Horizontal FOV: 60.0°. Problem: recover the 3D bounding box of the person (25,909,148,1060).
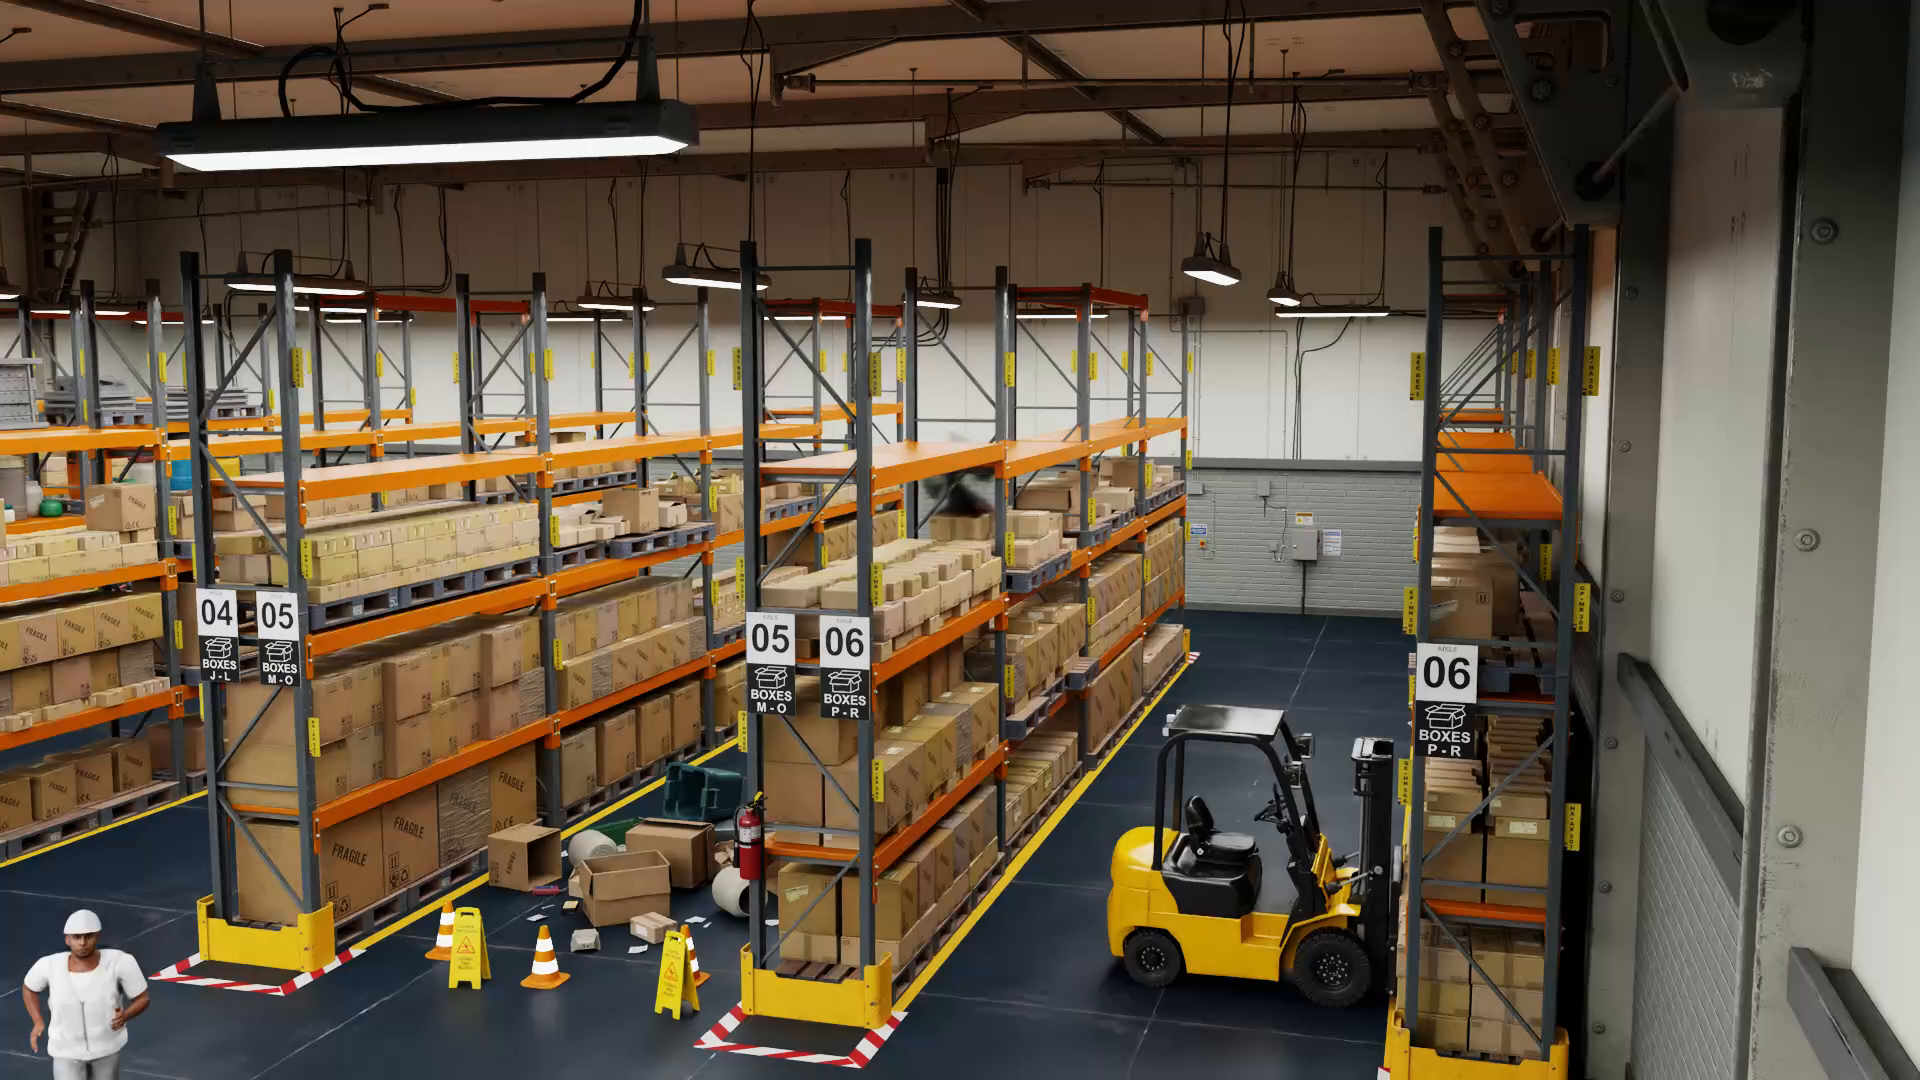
[{"bbox_3d":[-5.334,3.138,10.203,0.667,1.792,0.956,-3,7,-28],"label":"person"}]
